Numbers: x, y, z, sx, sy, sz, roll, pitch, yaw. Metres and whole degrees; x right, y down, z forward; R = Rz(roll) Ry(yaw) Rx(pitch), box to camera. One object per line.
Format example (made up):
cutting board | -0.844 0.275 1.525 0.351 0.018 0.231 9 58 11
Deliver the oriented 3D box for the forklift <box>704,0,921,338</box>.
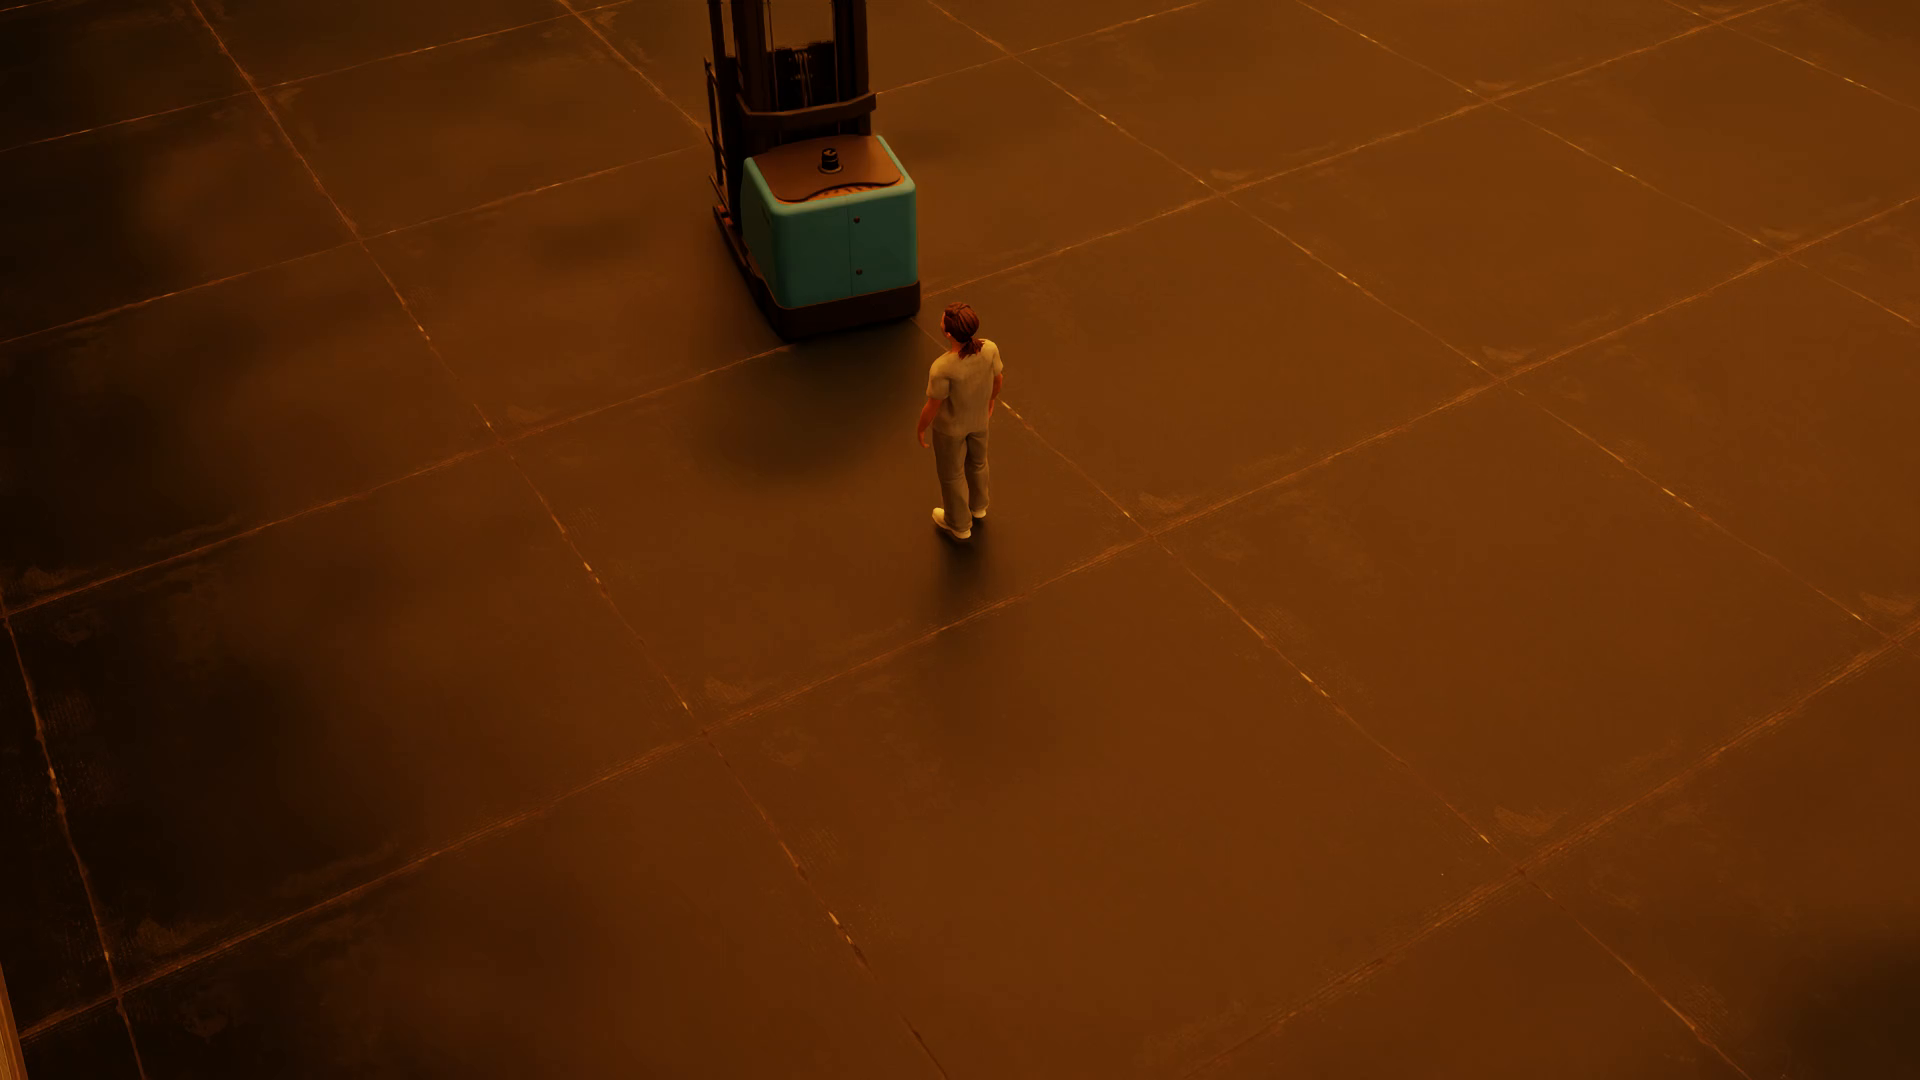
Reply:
forklift | -1.266 -3.493 11.868 1.130 2.935 3.031 -14 43 -15

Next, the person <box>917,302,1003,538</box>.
person | -0.028 -0.713 9.568 0.549 1.673 0.547 -23 46 -24
